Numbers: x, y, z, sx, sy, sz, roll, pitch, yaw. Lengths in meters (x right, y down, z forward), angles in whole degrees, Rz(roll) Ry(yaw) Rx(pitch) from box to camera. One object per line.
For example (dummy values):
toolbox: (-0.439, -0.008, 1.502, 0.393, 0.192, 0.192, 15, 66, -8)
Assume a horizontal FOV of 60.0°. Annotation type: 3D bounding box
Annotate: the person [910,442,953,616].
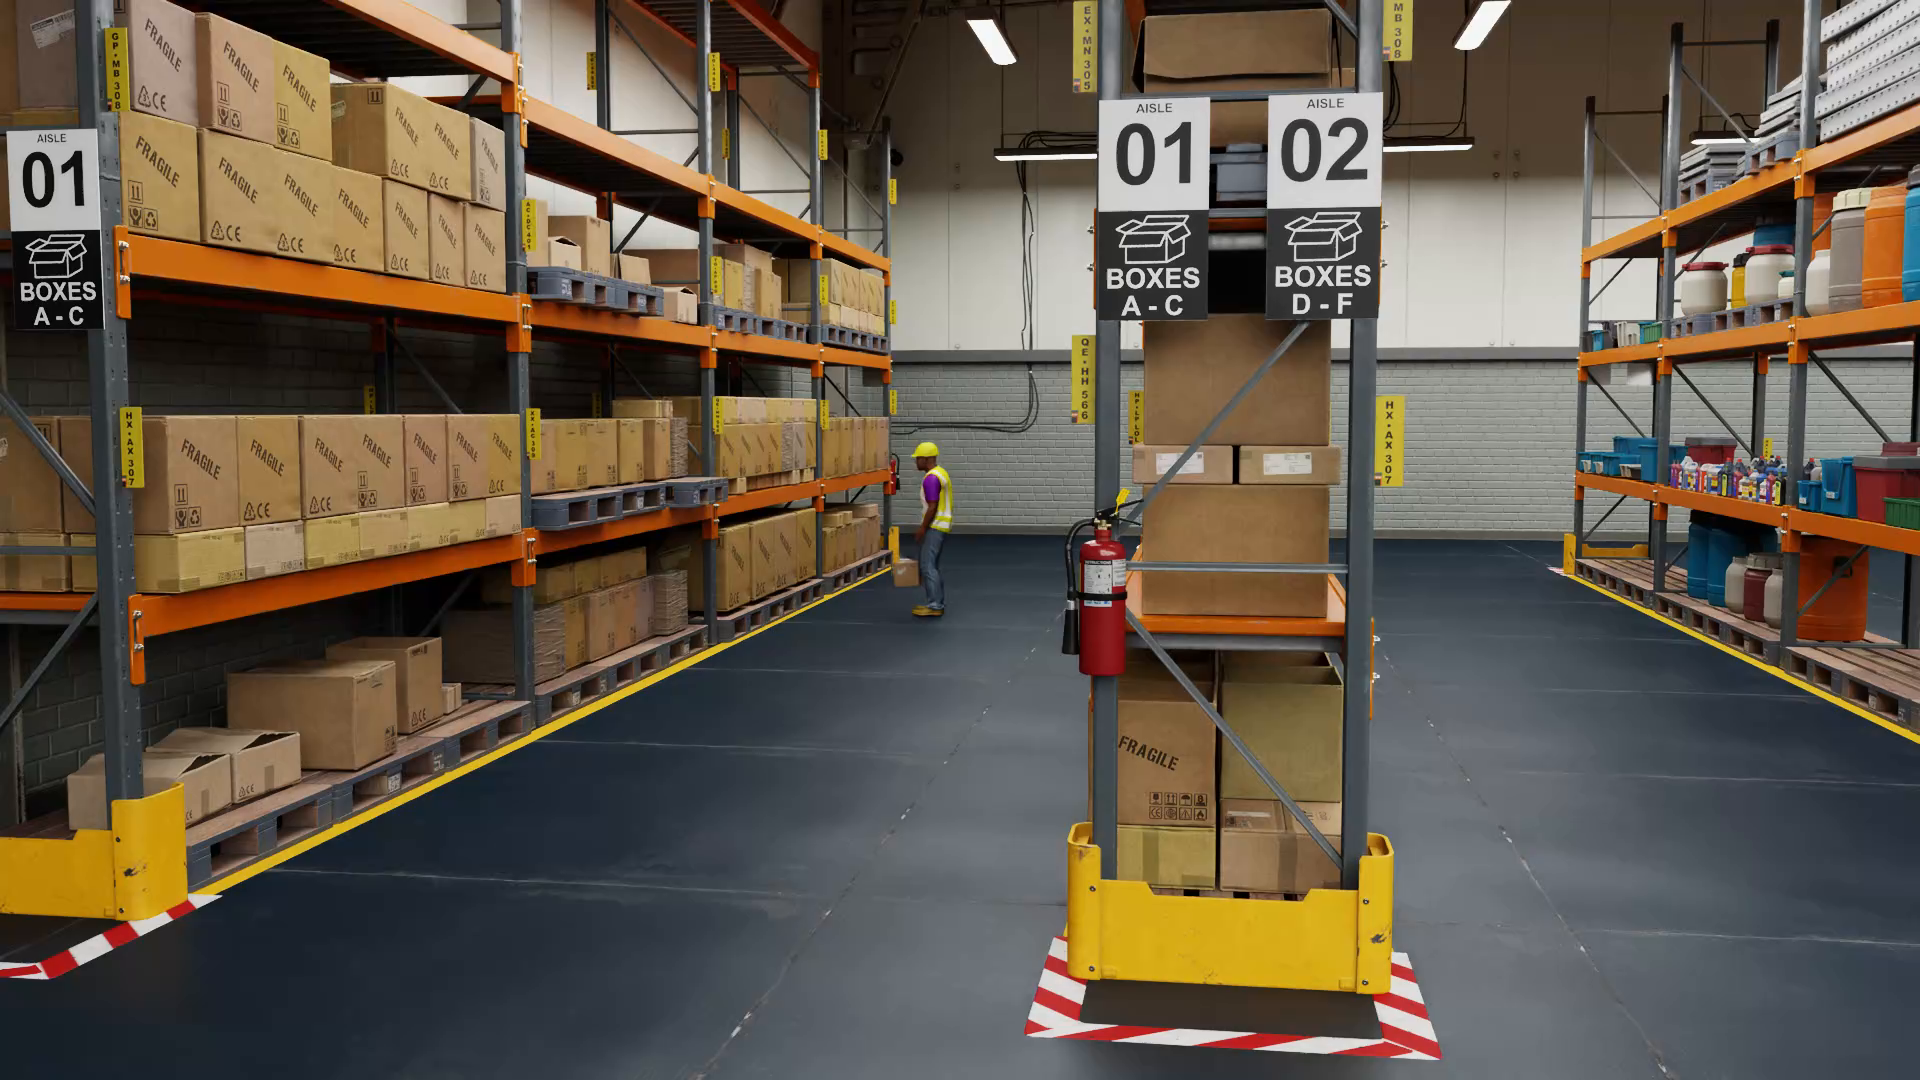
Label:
person: (-0.286, -0.113, 16.969, 0.435, 1.764, 0.594, 1, 4, 7)
